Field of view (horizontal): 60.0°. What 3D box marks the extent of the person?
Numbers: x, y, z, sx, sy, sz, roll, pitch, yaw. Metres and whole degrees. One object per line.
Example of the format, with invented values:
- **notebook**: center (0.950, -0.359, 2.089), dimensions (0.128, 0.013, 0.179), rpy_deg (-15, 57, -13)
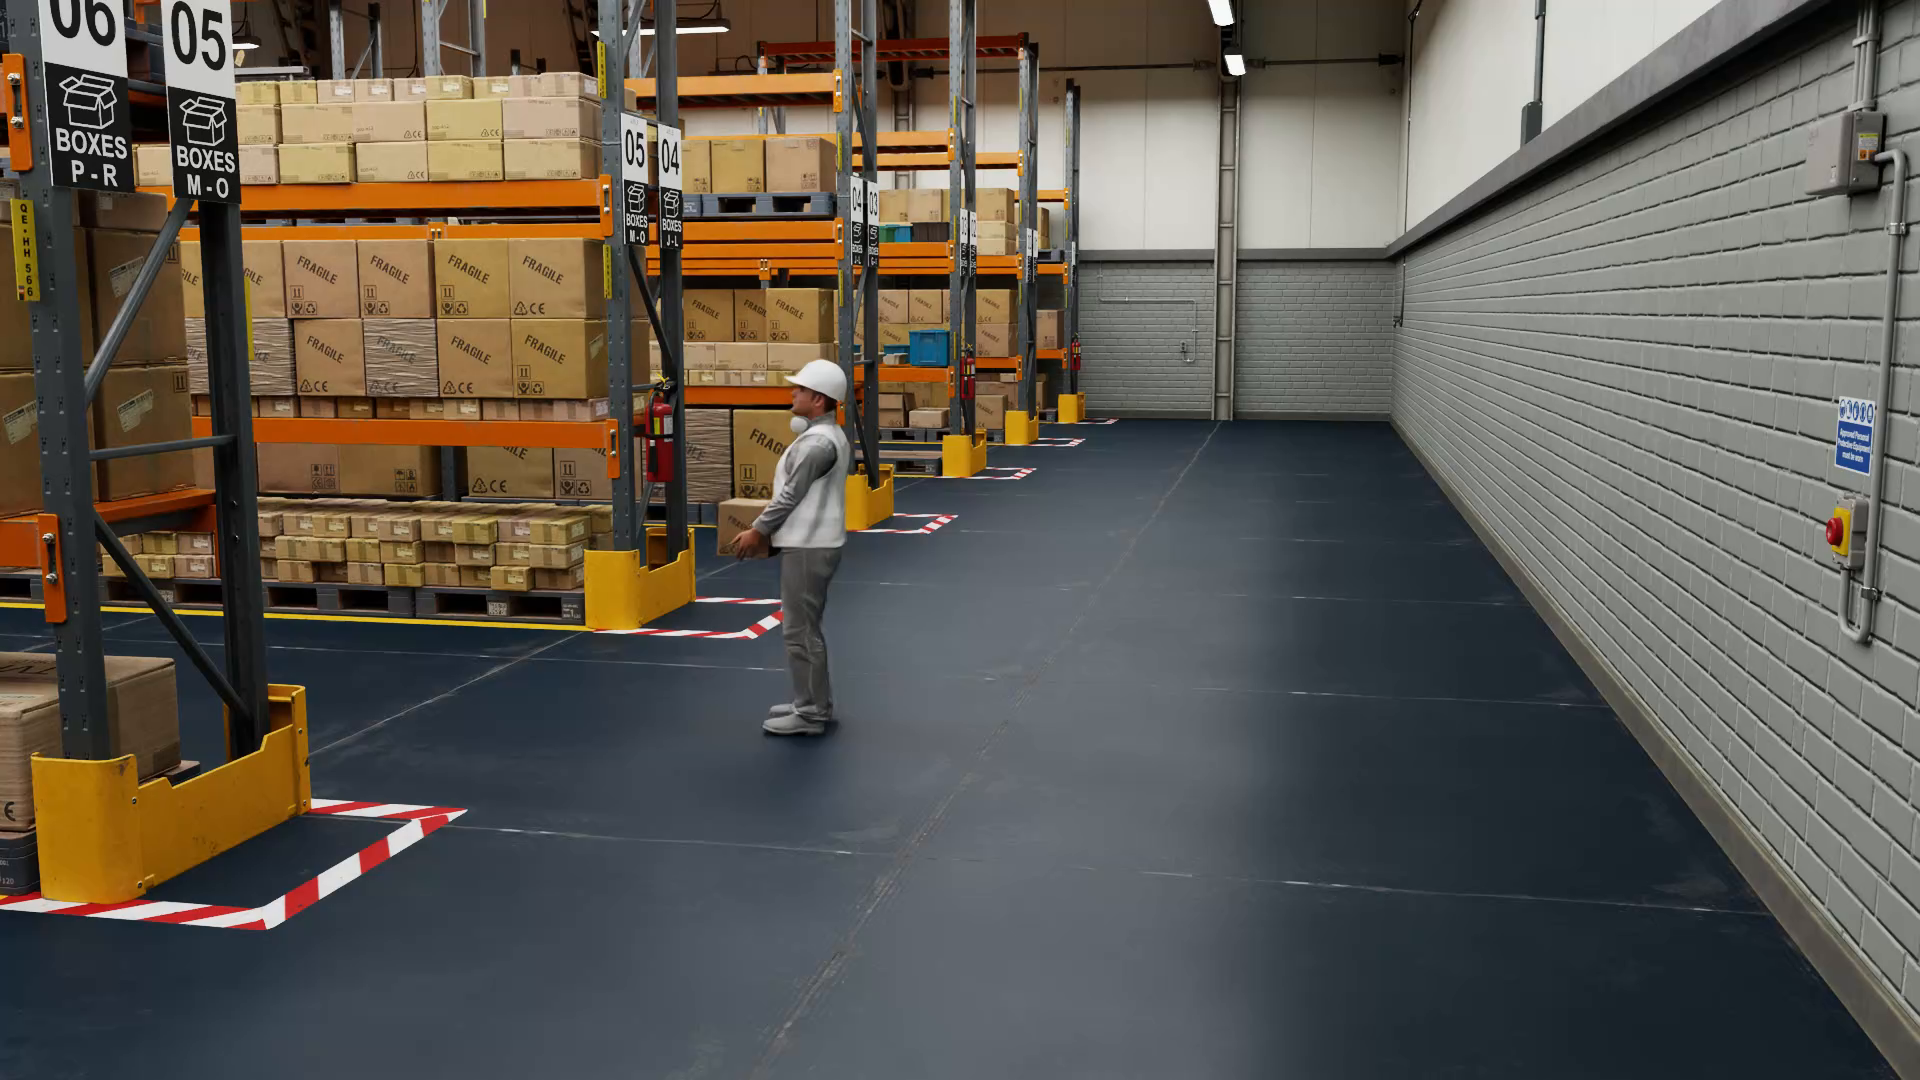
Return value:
- **person**: center (-0.803, 0.033, 7.924), dimensions (0.545, 1.775, 0.519), rpy_deg (0, 8, 2)
